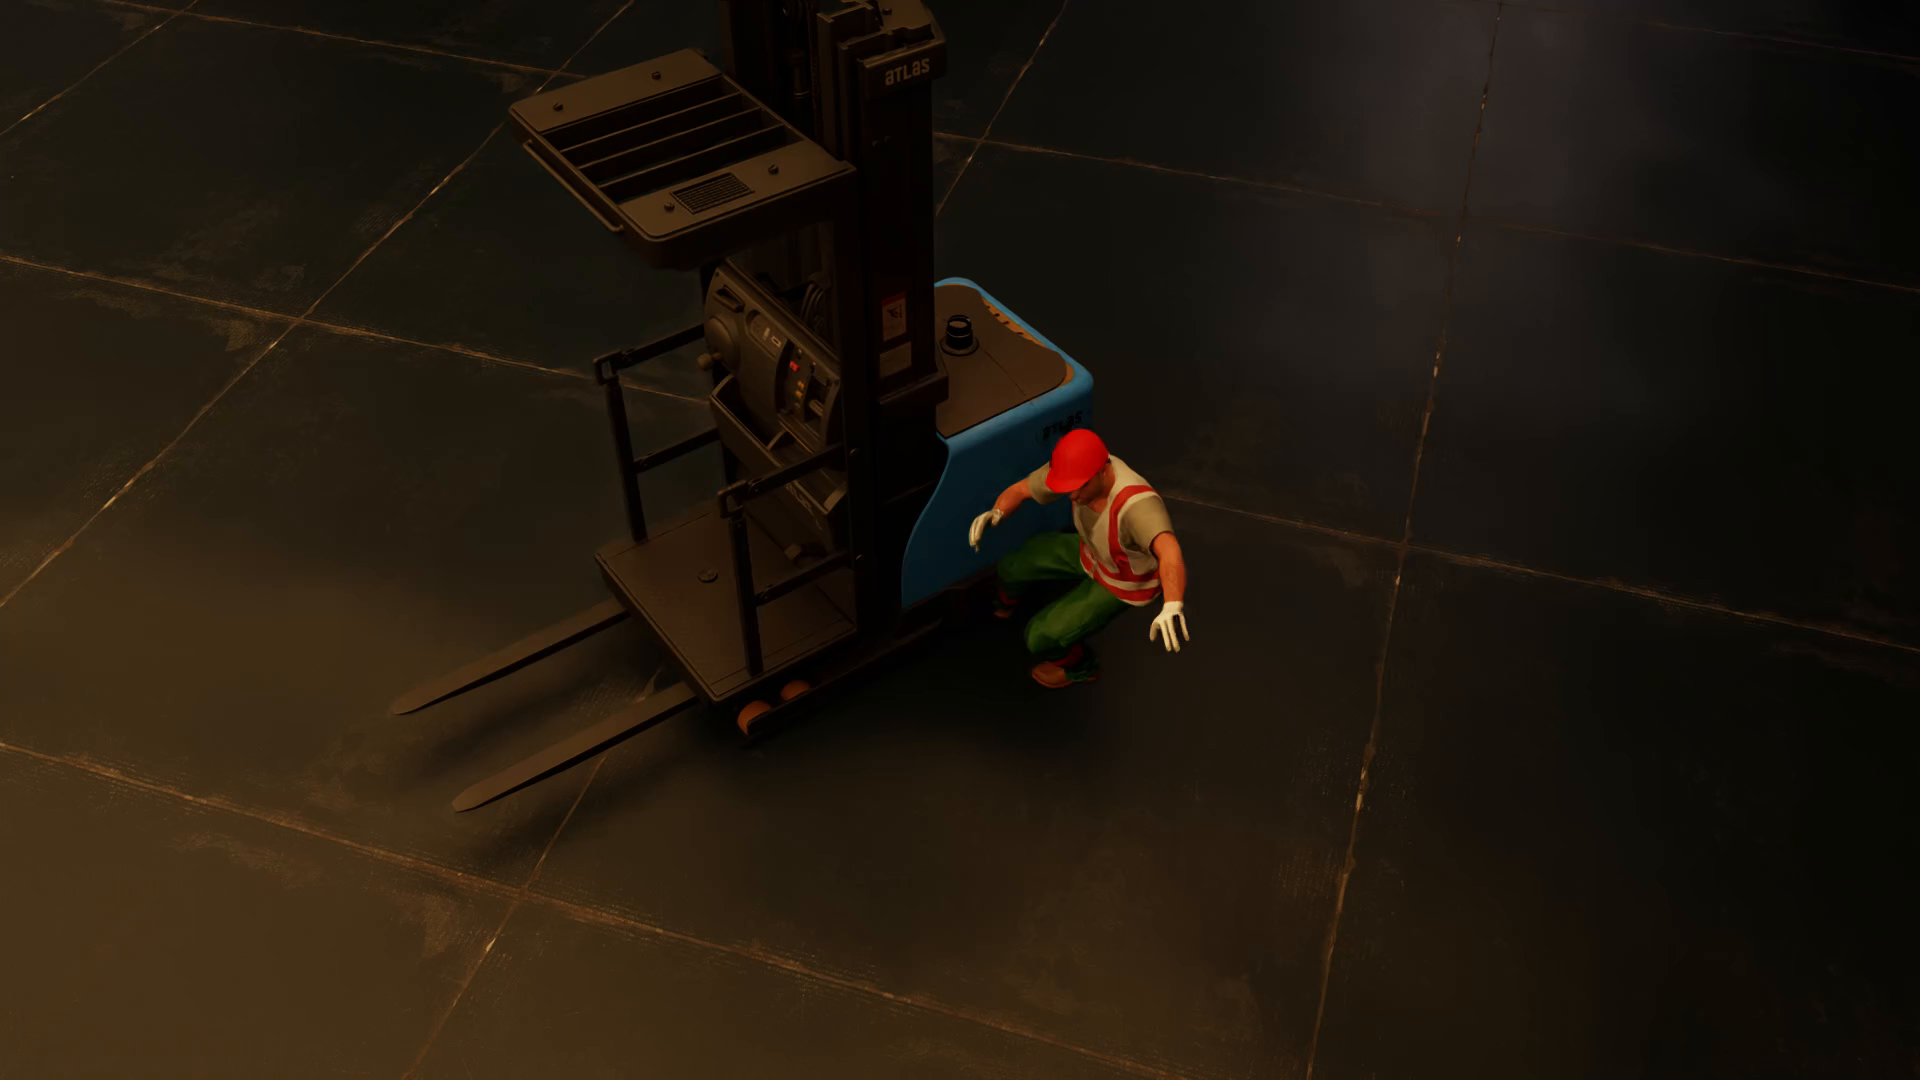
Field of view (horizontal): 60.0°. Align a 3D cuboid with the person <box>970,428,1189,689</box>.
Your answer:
[{"bbox_3d":[0.456,0.169,6.565,0.804,1.476,1.615,-22,47,-22],"label":"person"}]

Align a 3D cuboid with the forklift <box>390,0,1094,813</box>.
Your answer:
[{"bbox_3d":[-0.906,-0.653,6.391,3.031,2.935,1.130,-26,49,-26],"label":"forklift"}]
